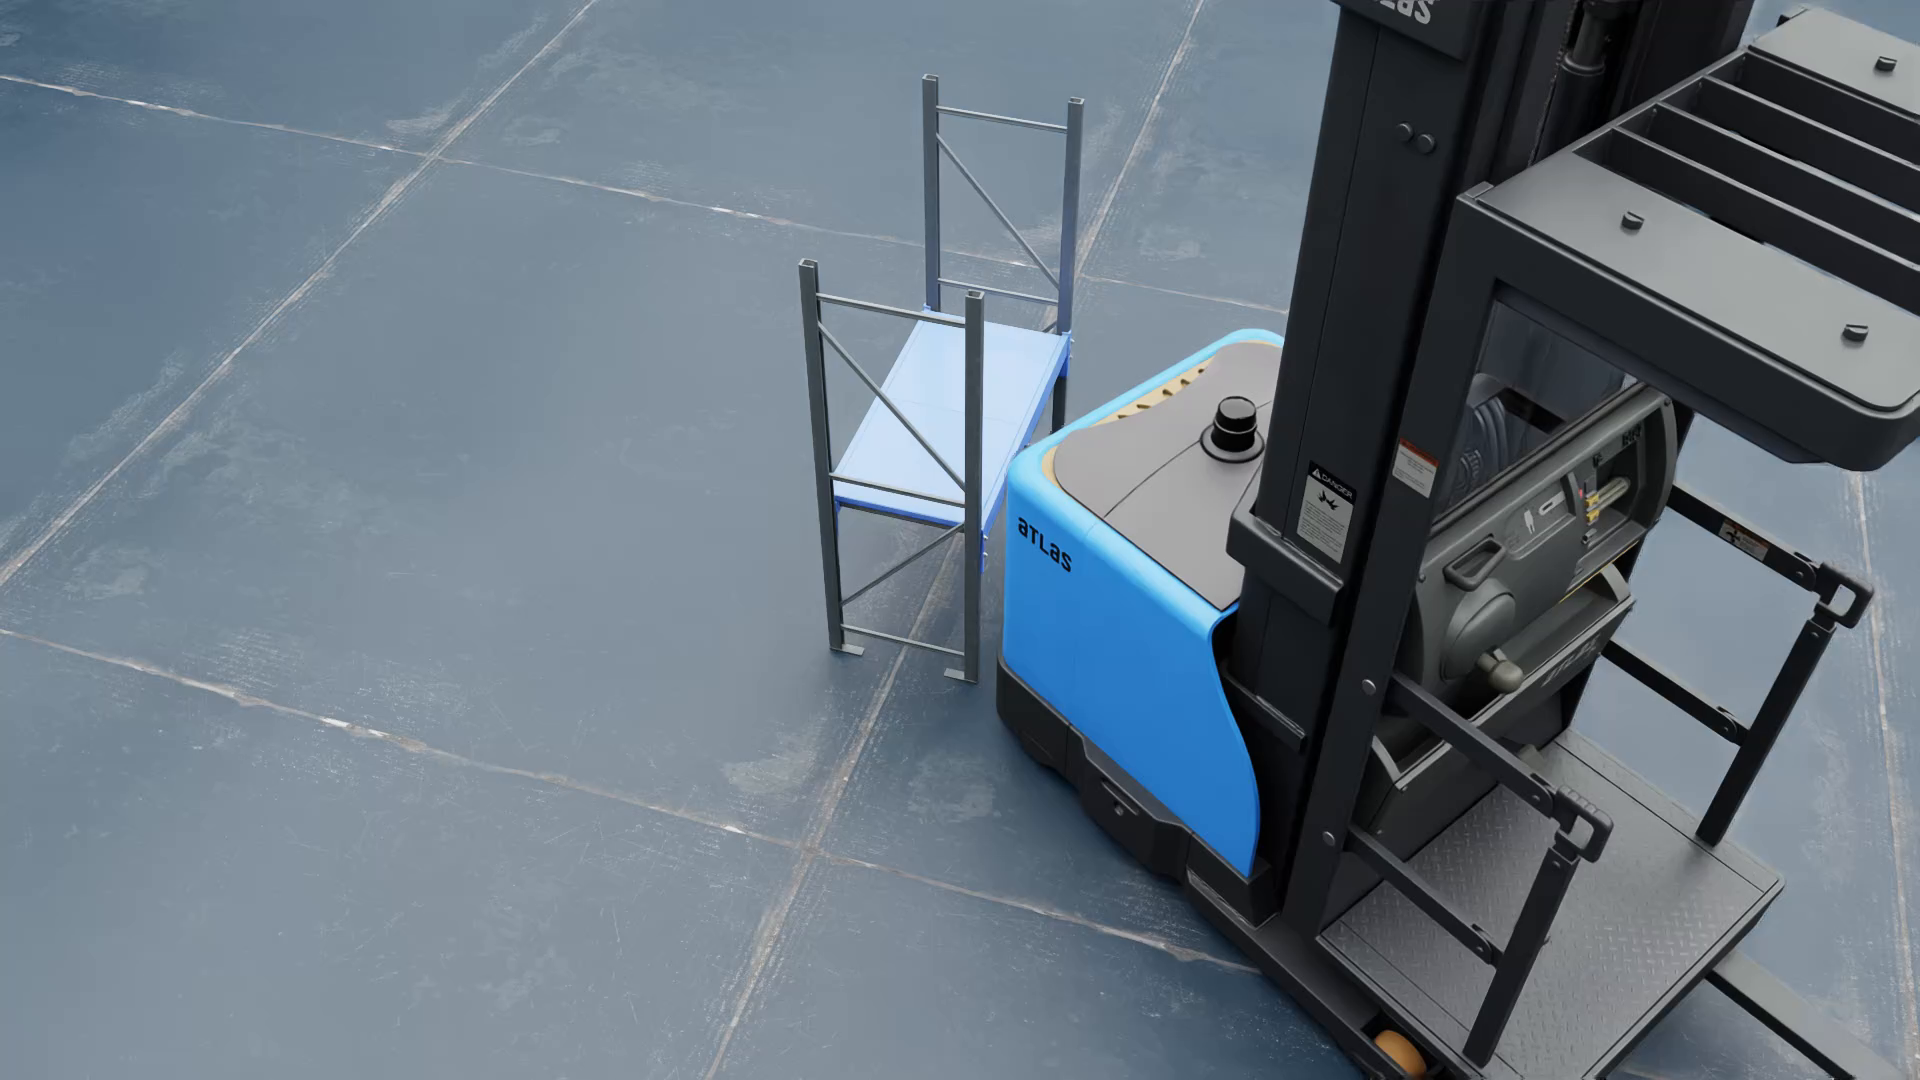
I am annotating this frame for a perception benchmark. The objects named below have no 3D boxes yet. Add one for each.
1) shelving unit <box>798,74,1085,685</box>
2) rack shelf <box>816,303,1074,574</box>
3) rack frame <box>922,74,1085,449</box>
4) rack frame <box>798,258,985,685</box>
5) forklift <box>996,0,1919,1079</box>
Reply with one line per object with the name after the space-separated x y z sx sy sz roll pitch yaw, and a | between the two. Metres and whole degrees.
-0.026 -0.479 5.167 0.538 1.500 1.048 13 46 12 | shelving unit
-0.026 -0.351 5.293 0.538 0.185 1.000 13 46 12 | rack shelf
0.128 -0.818 5.514 0.500 1.500 0.032 13 46 12 | rack frame
-0.180 -0.140 4.821 0.500 1.500 0.032 13 46 12 | rack frame
1.441 0.082 3.571 1.130 2.935 3.031 -30 52 -27 | forklift
